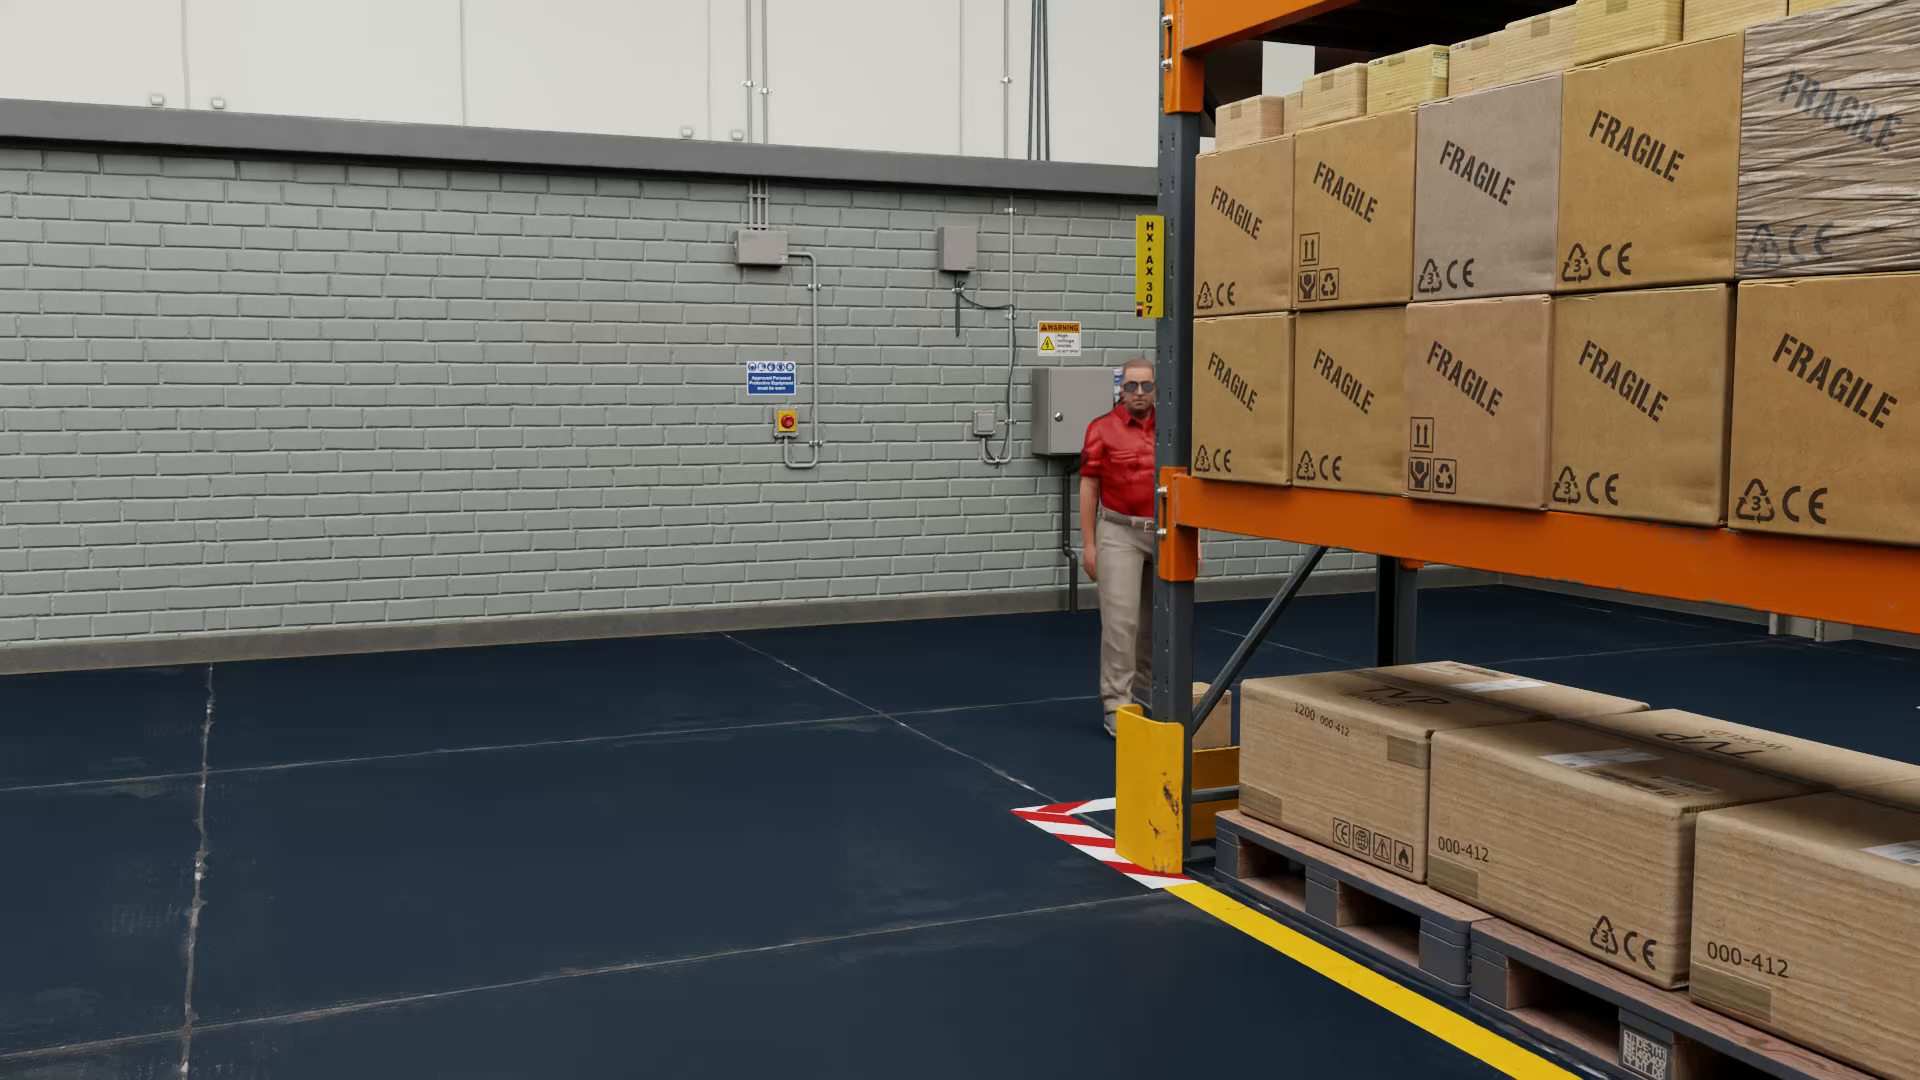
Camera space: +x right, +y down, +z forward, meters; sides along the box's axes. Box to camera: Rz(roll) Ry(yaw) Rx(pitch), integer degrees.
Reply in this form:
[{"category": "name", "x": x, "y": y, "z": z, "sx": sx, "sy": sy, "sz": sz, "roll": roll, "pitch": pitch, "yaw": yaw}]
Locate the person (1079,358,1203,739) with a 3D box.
[{"category": "person", "x": 0.862, "y": 0.021, "z": 7.766, "sx": 0.615, "sy": 1.730, "sz": 0.760, "roll": -2, "pitch": 6, "yaw": -20}]
